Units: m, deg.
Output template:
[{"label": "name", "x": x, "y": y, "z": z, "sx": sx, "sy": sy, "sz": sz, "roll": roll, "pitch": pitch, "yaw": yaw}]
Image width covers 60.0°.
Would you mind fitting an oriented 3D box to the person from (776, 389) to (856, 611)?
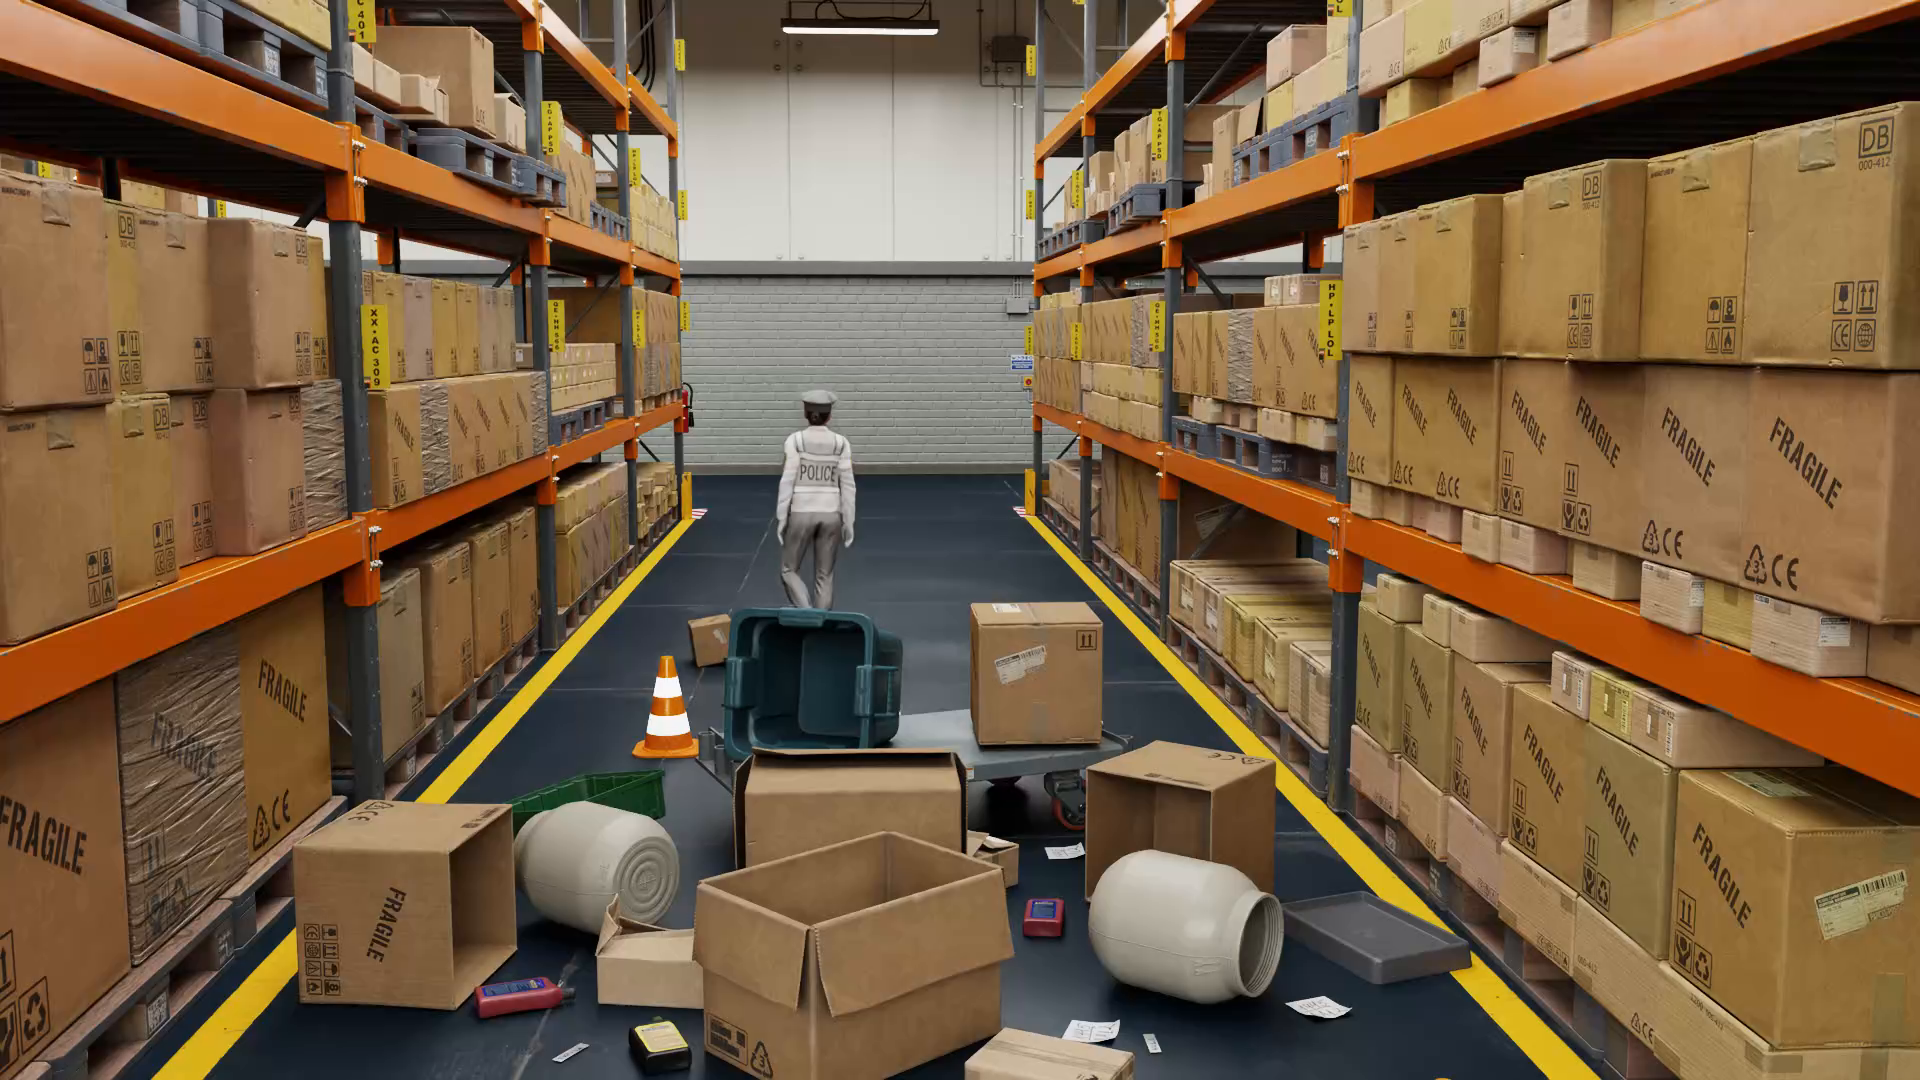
[{"label": "person", "x": -0.911, "y": -0.111, "z": 10.568, "sx": 0.535, "sy": 1.674, "sz": 0.493, "roll": -2, "pitch": 7, "yaw": -17}]
